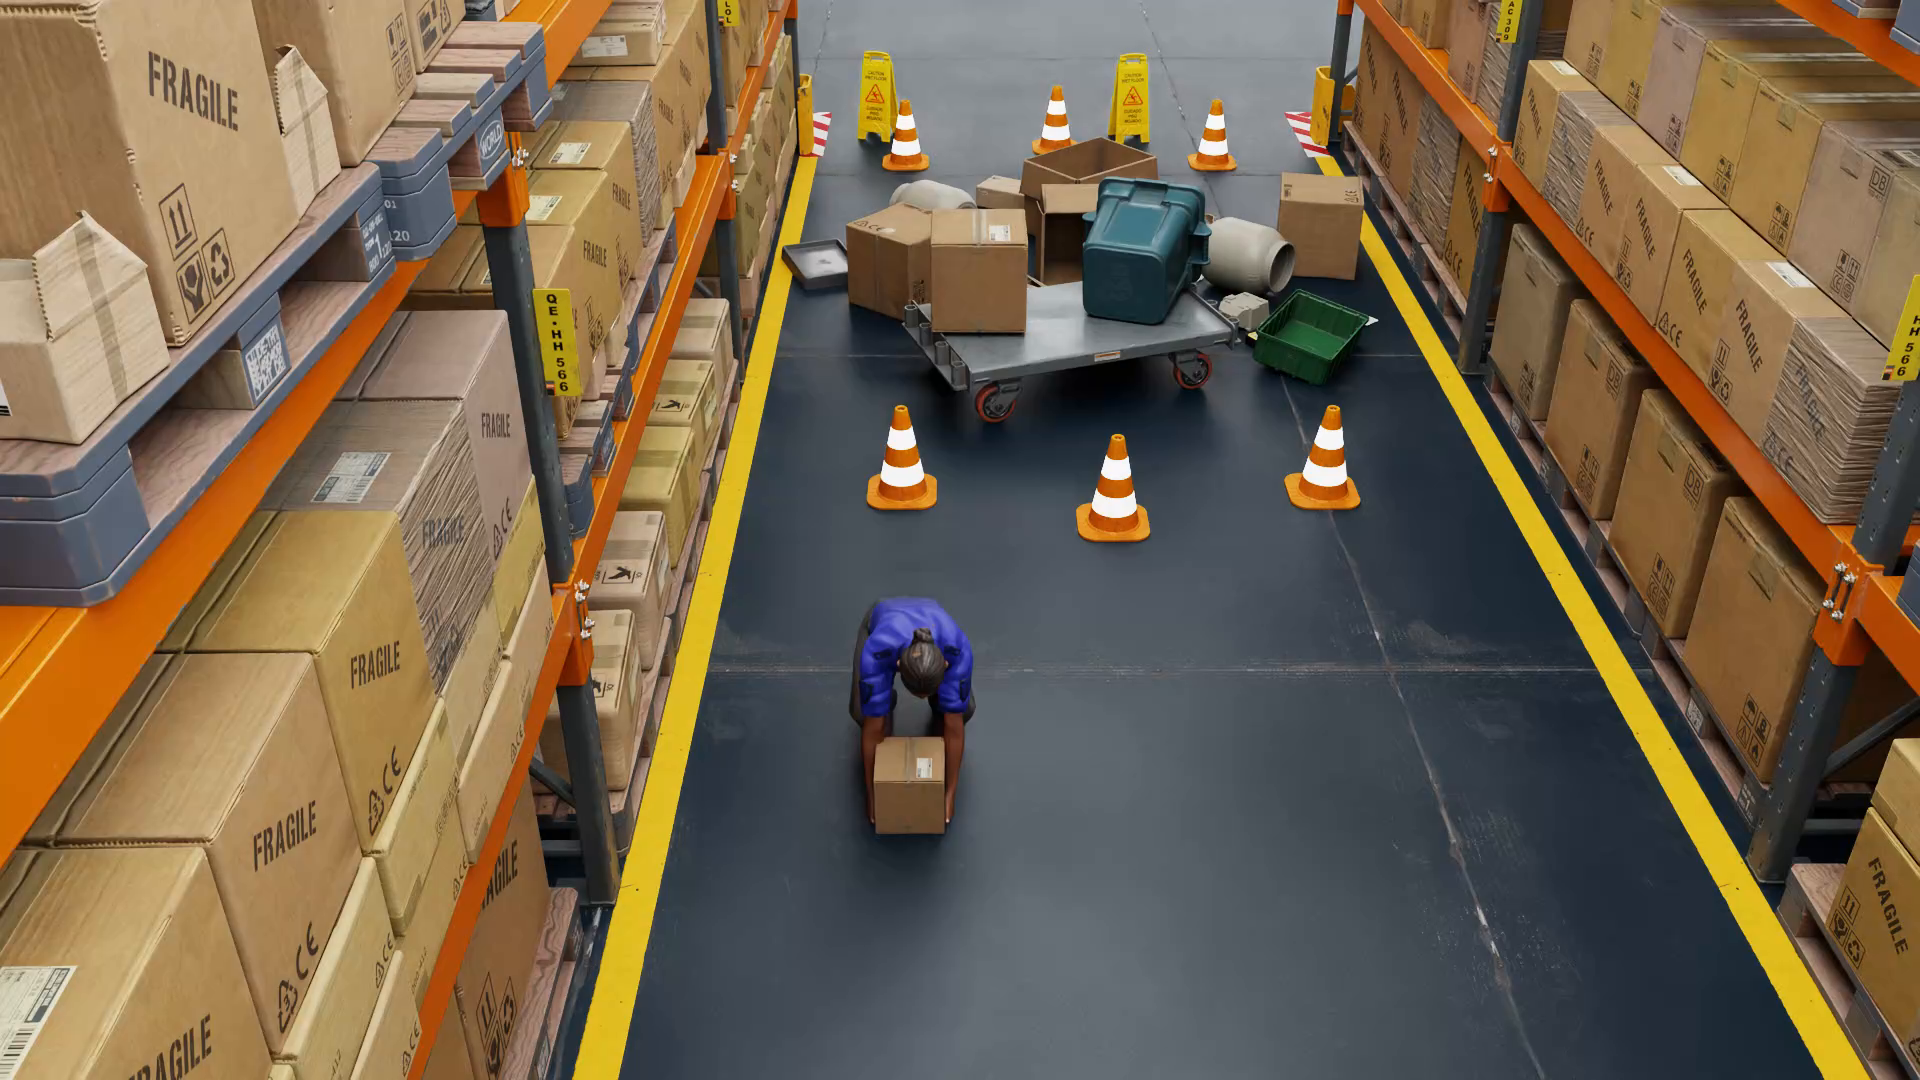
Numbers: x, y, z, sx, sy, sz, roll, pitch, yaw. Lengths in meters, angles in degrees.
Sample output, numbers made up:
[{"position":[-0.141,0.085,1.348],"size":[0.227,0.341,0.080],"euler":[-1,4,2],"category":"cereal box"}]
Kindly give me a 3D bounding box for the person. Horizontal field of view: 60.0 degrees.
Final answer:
[{"position":[-0.178,0.539,6.207],"size":[0.472,0.807,0.844],"euler":[-1,32,-1],"category":"person"}]
